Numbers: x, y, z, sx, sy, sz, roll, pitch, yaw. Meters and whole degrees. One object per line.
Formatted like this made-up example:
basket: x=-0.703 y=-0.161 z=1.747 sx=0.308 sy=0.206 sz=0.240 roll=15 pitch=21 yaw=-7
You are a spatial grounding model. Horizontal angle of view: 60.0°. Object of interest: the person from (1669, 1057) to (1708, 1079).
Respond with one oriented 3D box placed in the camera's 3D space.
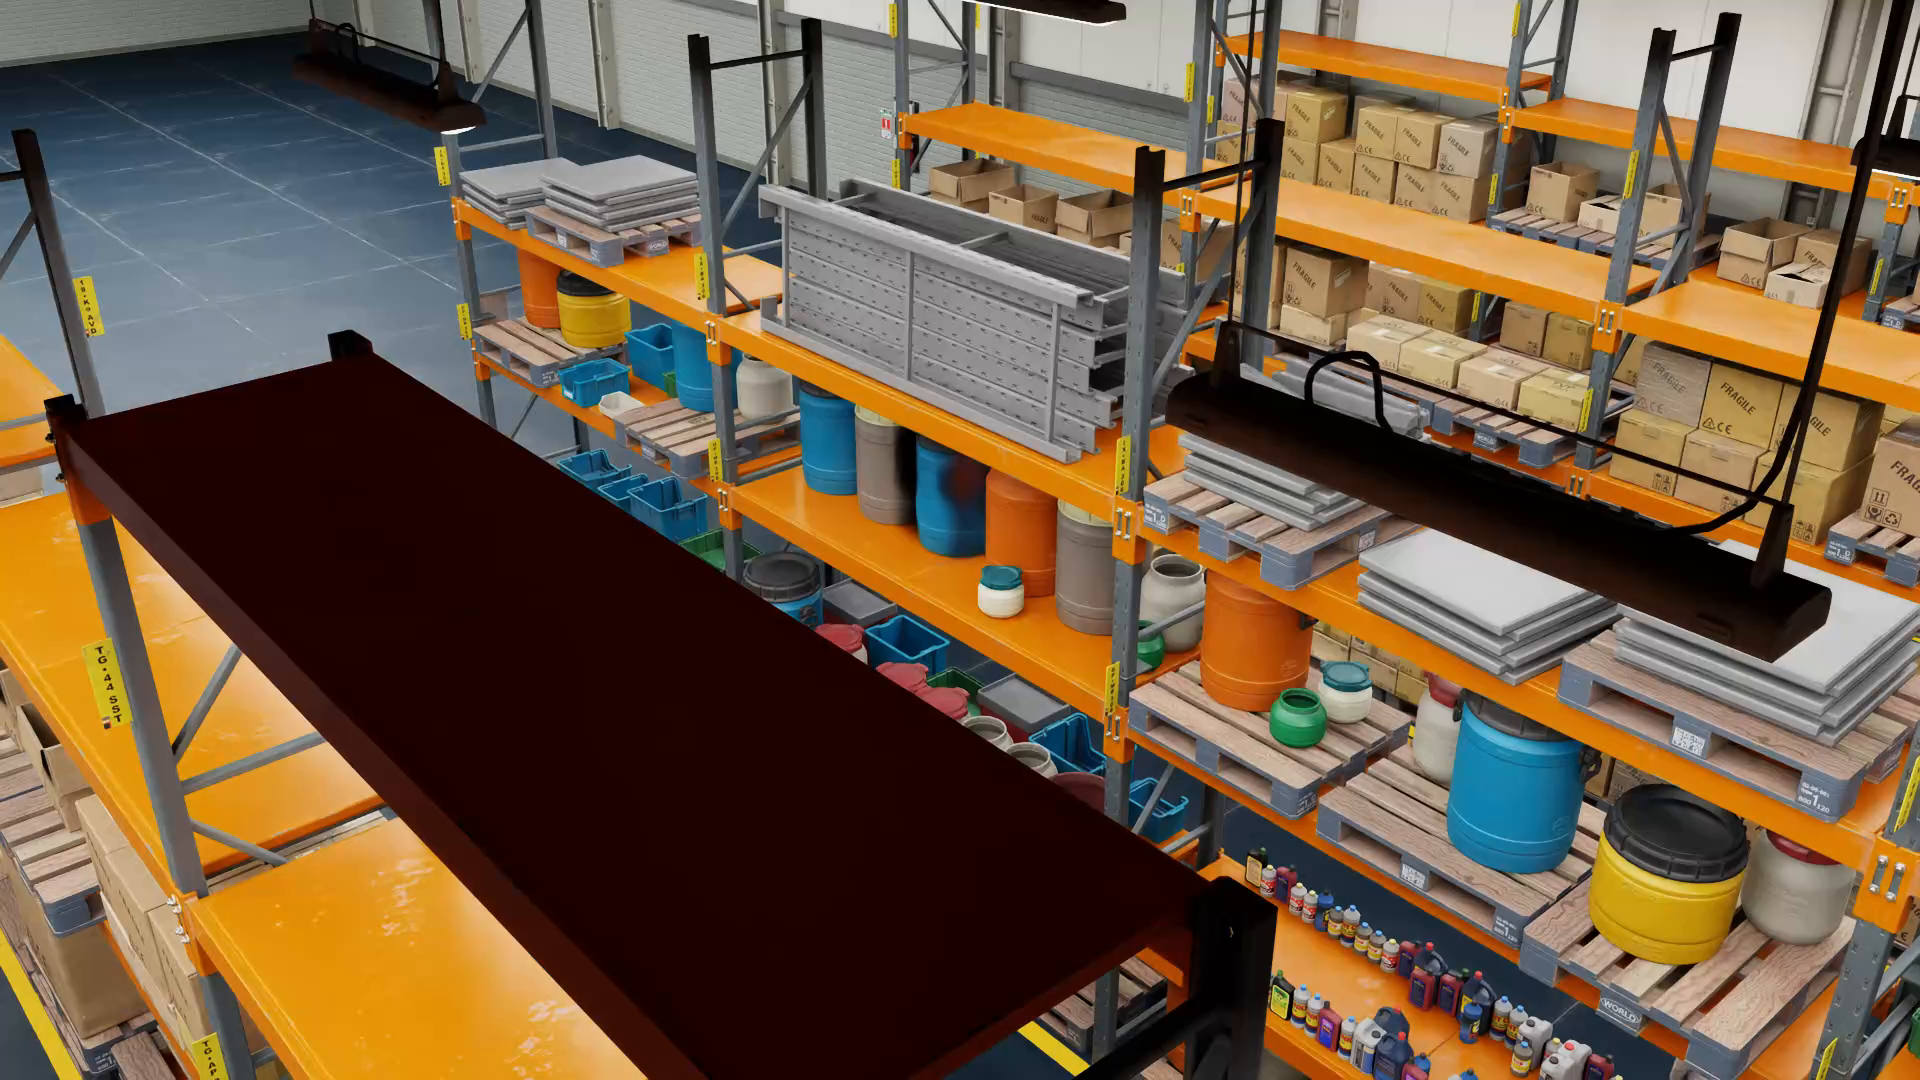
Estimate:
person: x=4.380 y=3.133 z=9.585 sx=0.531 sy=1.695 sz=0.495 roll=14 pitch=30 yaw=25
